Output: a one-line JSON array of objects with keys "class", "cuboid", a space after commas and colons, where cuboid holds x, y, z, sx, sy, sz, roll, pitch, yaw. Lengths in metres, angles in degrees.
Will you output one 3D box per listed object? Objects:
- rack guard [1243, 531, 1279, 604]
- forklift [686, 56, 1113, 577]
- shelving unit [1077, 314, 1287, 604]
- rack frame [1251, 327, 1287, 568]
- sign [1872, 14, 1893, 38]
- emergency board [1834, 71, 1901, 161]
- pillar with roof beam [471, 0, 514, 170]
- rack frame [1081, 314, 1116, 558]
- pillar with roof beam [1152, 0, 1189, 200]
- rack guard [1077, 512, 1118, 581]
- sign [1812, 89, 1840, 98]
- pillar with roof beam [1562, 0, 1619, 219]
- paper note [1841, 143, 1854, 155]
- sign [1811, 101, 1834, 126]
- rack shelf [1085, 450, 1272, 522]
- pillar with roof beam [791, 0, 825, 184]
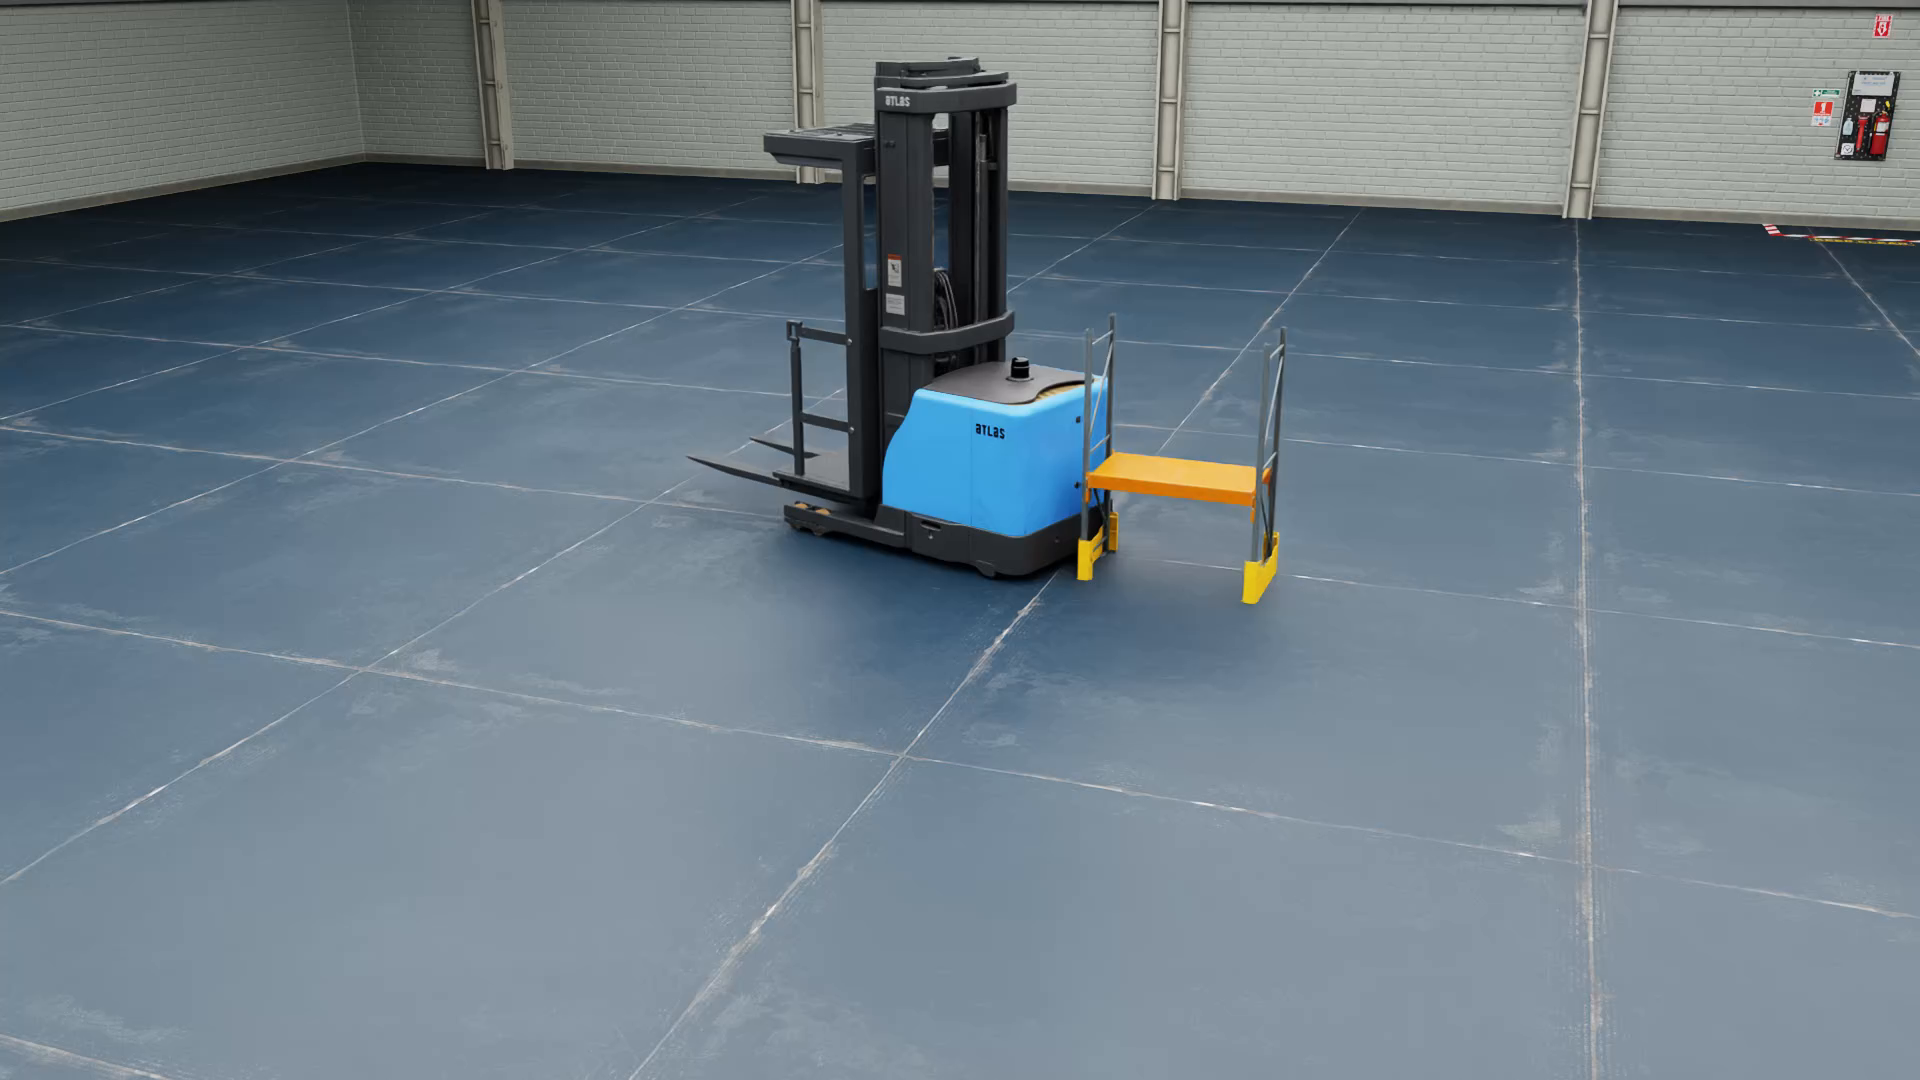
[{"class": "rack guard", "cuboid": [1.765, 0.157, 9.747, 0.087, 0.250, 0.587, 7, 21, 20]}, {"class": "forklift", "cuboid": [-0.515, -1.537, 10.532, 3.031, 2.935, 1.130, 15, 24, 36]}, {"class": "shelving unit", "cuboid": [1.302, -0.494, 9.716, 1.083, 1.500, 0.587, 7, 21, 20]}, {"class": "rack frame", "cuboid": [1.766, -0.433, 9.541, 0.032, 1.500, 0.500, 7, 21, 20]}, {"class": "sign", "cuboid": [12.234, -6.815, 22.047, 0.199, 0.298, 0.001, 7, 20, 18]}, {"class": "emergency board", "cuboid": [12.209, -5.688, 22.337, 0.643, 1.169, 0.194, 7, 20, 18]}, {"class": "pillar with roof beam", "cuboid": [-9.553, -9.496, 24.147, 0.400, 9.000, 9.100, 7, 20, 18]}, {"class": "rack frame", "cuboid": [0.821, -0.557, 9.897, 0.032, 1.500, 0.500, 7, 21, 20]}, {"class": "pillar with roof beam", "cuboid": [1.782, -8.200, 20.428, 0.400, 9.000, 9.100, 7, 20, 18]}, {"class": "rack guard", "cuboid": [0.839, 0.035, 10.096, 0.087, 0.250, 0.587, 7, 21, 20]}, {"class": "sign", "cuboid": [11.722, -6.044, 22.498, 0.331, 0.109, 0.001, 7, 20, 18]}, {"class": "pillar with roof beam", "cuboid": [7.450, -7.552, 18.569, 0.400, 9.000, 9.100, 7, 20, 18]}, {"class": "paper note", "cuboid": [12.064, -5.313, 22.598, 0.142, 0.148, 0.016, 7, 20, 18]}, {"class": "sign", "cuboid": [11.720, -5.797, 22.594, 0.234, 0.329, 0.001, 7, 20, 18]}, {"class": "rack shelf", "cuboid": [1.294, -0.326, 9.778, 1.000, 0.185, 0.538, 7, 21, 20]}, {"class": "pillar with roof beam", "cuboid": [-3.885, -8.848, 22.288, 0.400, 9.000, 9.100, 7, 20, 18]}]
